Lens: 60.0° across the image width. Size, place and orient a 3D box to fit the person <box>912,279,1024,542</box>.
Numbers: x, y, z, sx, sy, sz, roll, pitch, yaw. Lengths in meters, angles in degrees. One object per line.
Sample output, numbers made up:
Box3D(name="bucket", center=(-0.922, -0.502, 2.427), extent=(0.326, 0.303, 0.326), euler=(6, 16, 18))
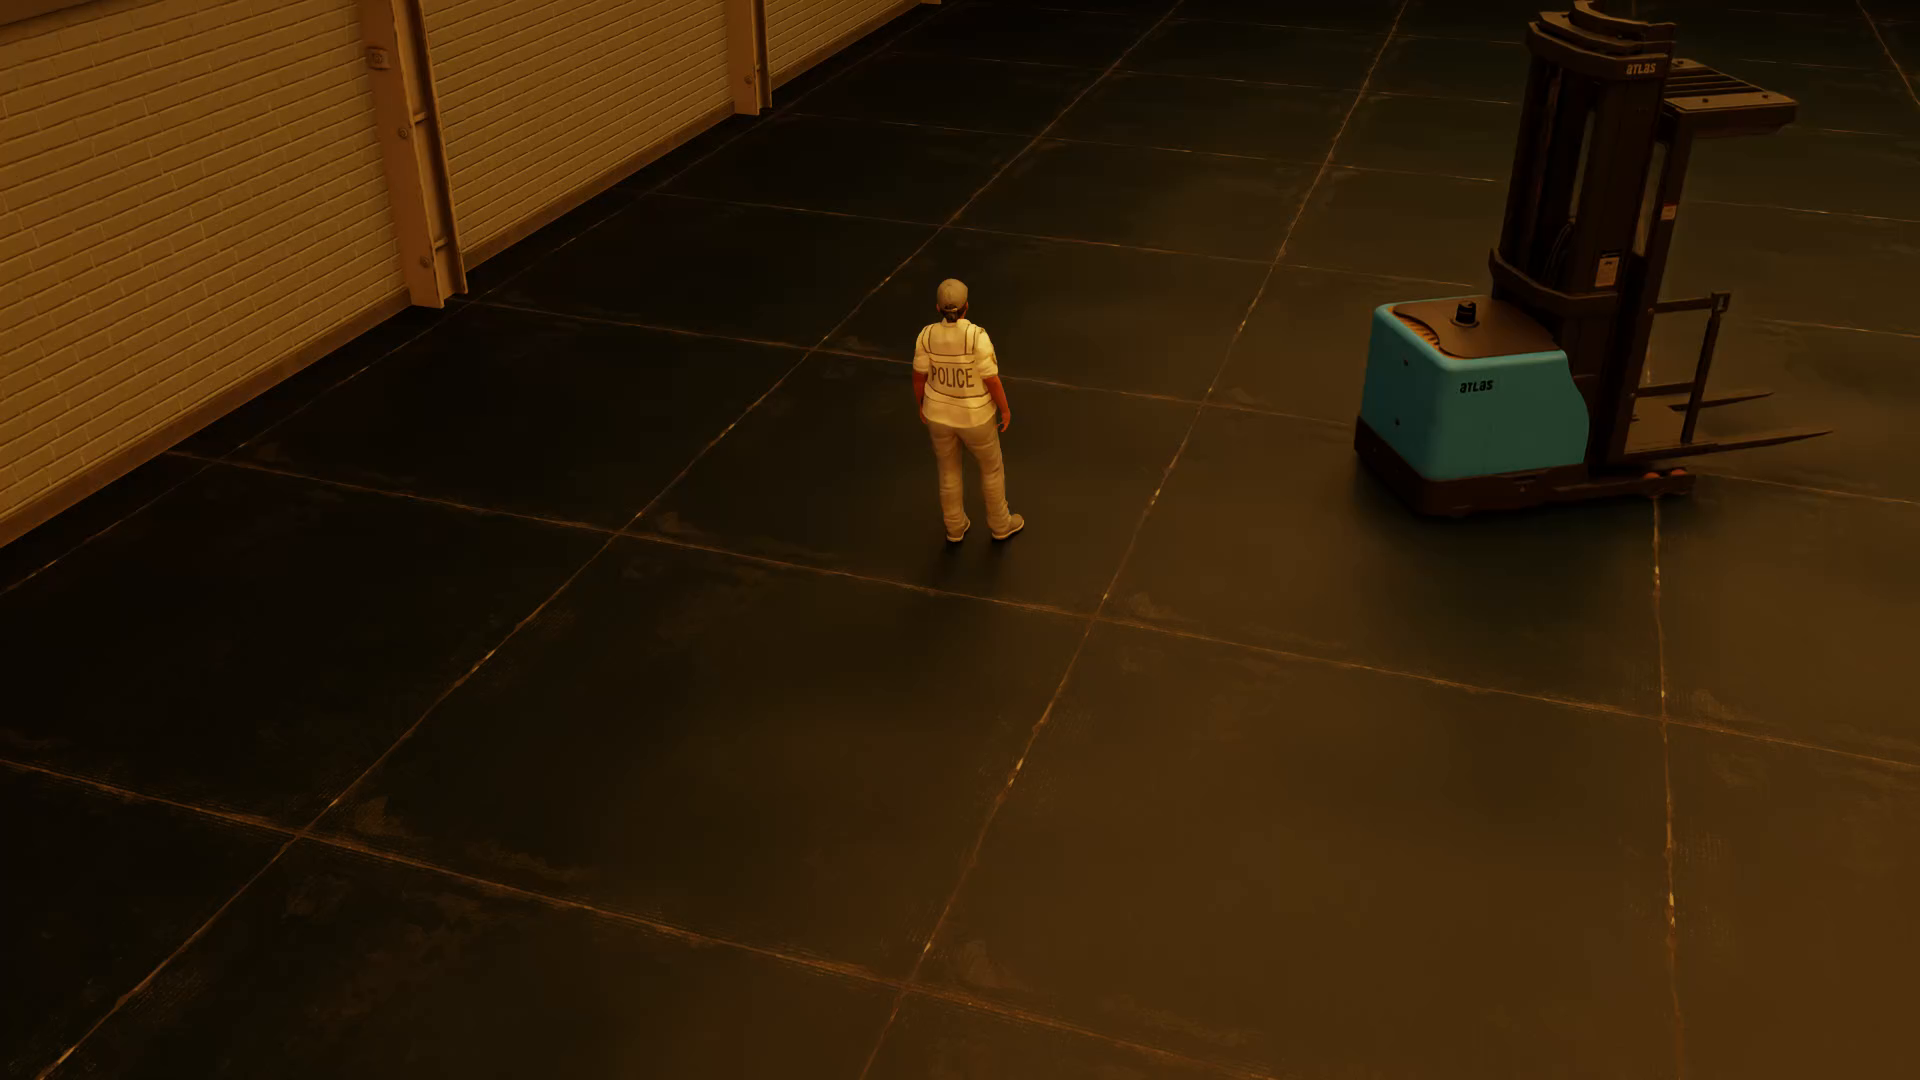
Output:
Box3D(name="person", center=(0.047, -0.763, 9.736), extent=(0.598, 1.670, 0.529), euler=(10, 31, 16))

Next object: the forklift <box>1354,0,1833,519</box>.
Box3D(name="forklift", center=(4.182, -1.780, 10.258), extent=(3.031, 2.935, 1.130), euler=(-7, 30, -12))
